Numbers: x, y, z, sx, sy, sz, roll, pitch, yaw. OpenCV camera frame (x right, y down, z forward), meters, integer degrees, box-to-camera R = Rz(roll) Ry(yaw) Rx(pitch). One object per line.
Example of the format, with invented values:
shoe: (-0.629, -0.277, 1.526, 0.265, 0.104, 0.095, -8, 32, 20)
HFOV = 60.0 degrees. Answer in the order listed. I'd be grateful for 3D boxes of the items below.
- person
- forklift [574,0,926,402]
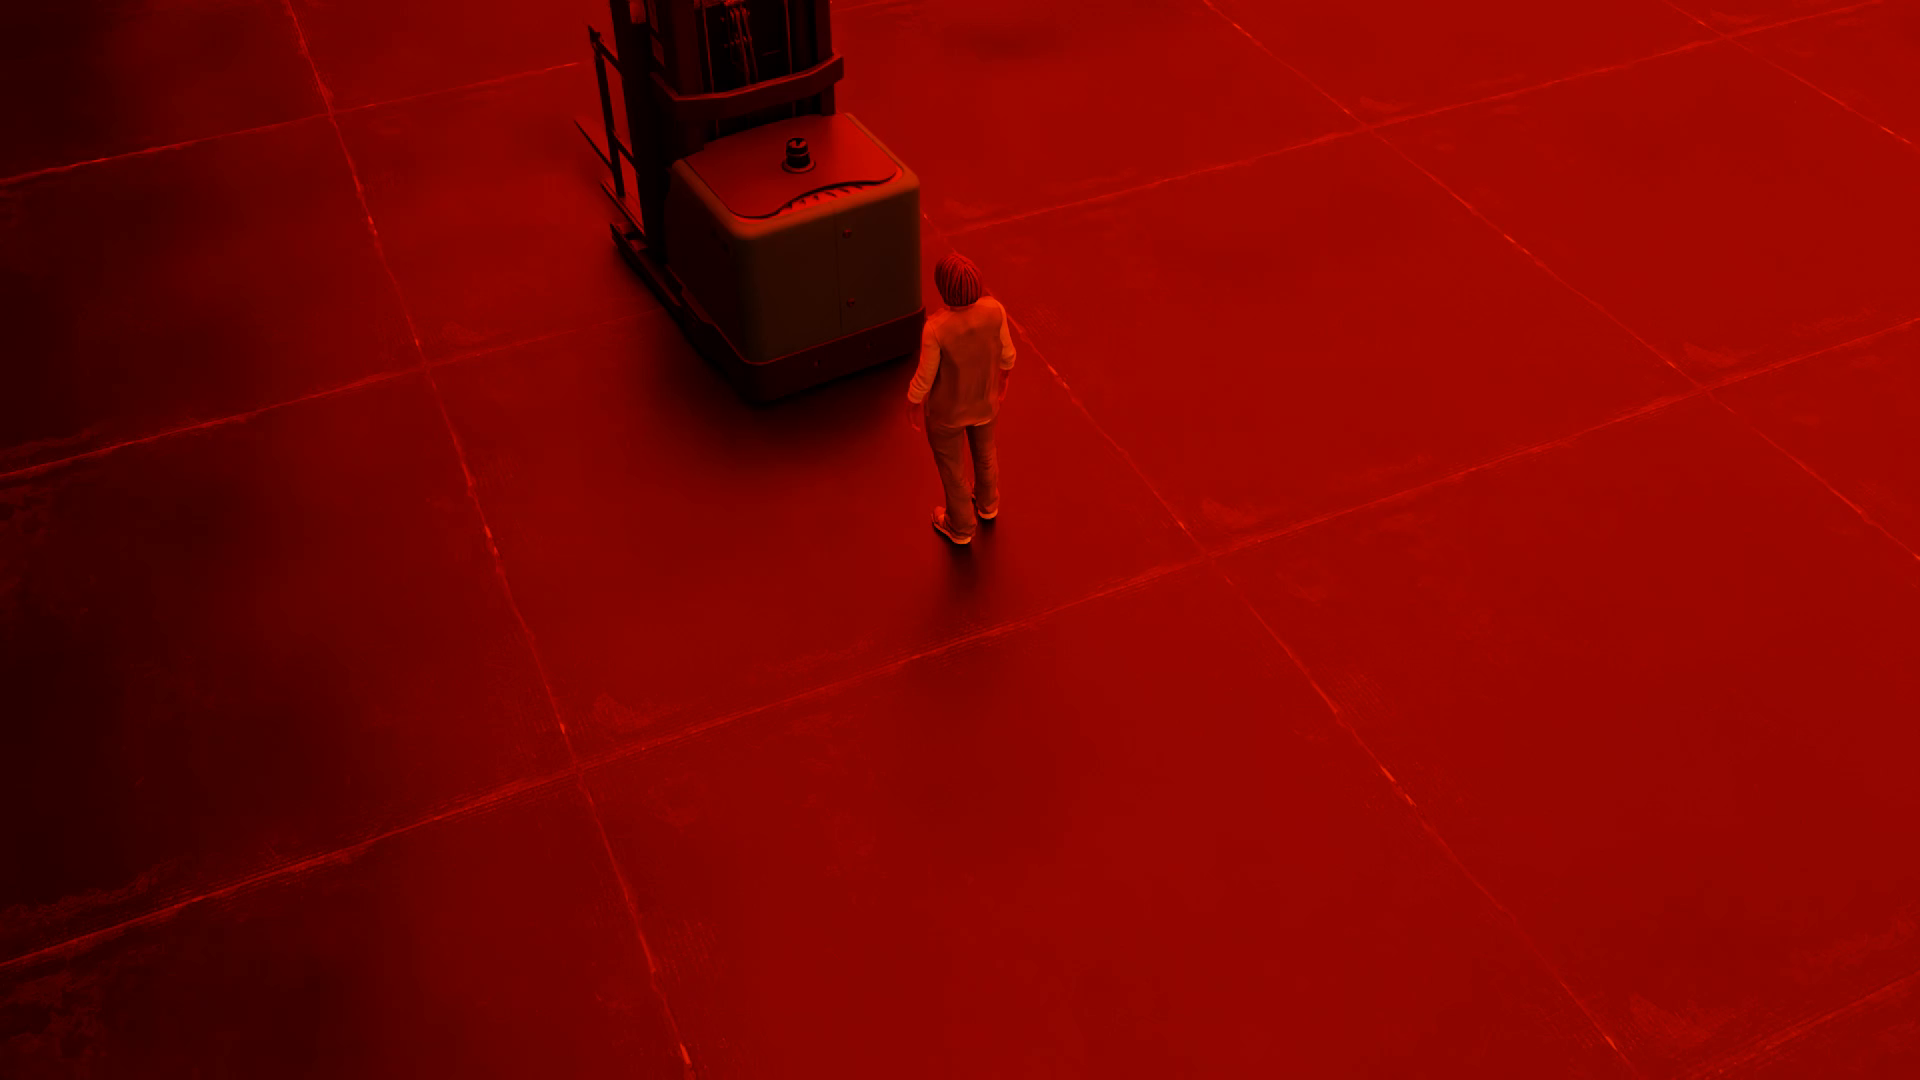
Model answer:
person: (-0.018, -0.640, 7.332, 0.520, 1.599, 0.473, -18, 46, -18)
forklift: (-1.354, -2.770, 8.648, 1.130, 2.935, 3.031, -22, 47, -21)
